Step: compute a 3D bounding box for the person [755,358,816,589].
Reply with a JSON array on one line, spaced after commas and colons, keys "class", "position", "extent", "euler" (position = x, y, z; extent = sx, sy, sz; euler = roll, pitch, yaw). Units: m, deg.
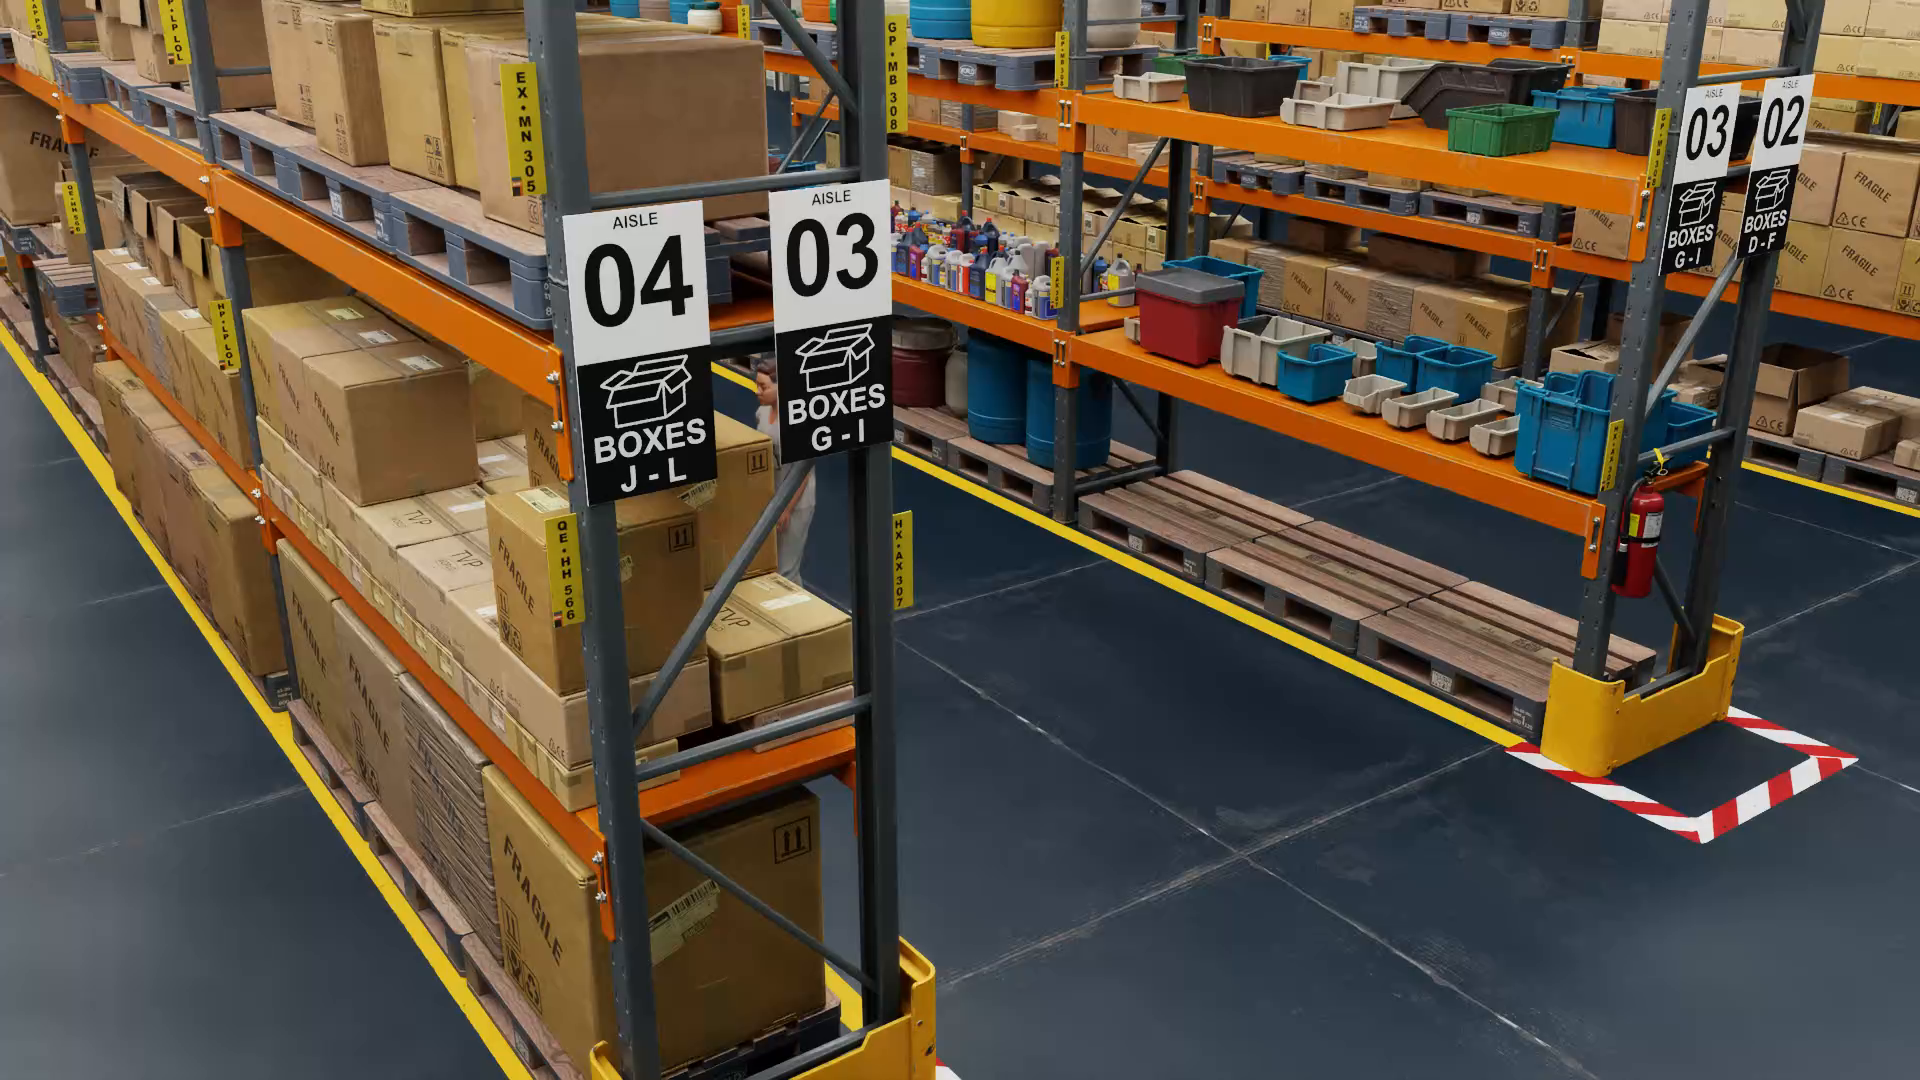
[{"class": "person", "position": [-0.994, -0.179, 9.037], "extent": [0.415, 1.676, 0.473], "euler": [-15, 26, -34]}]
